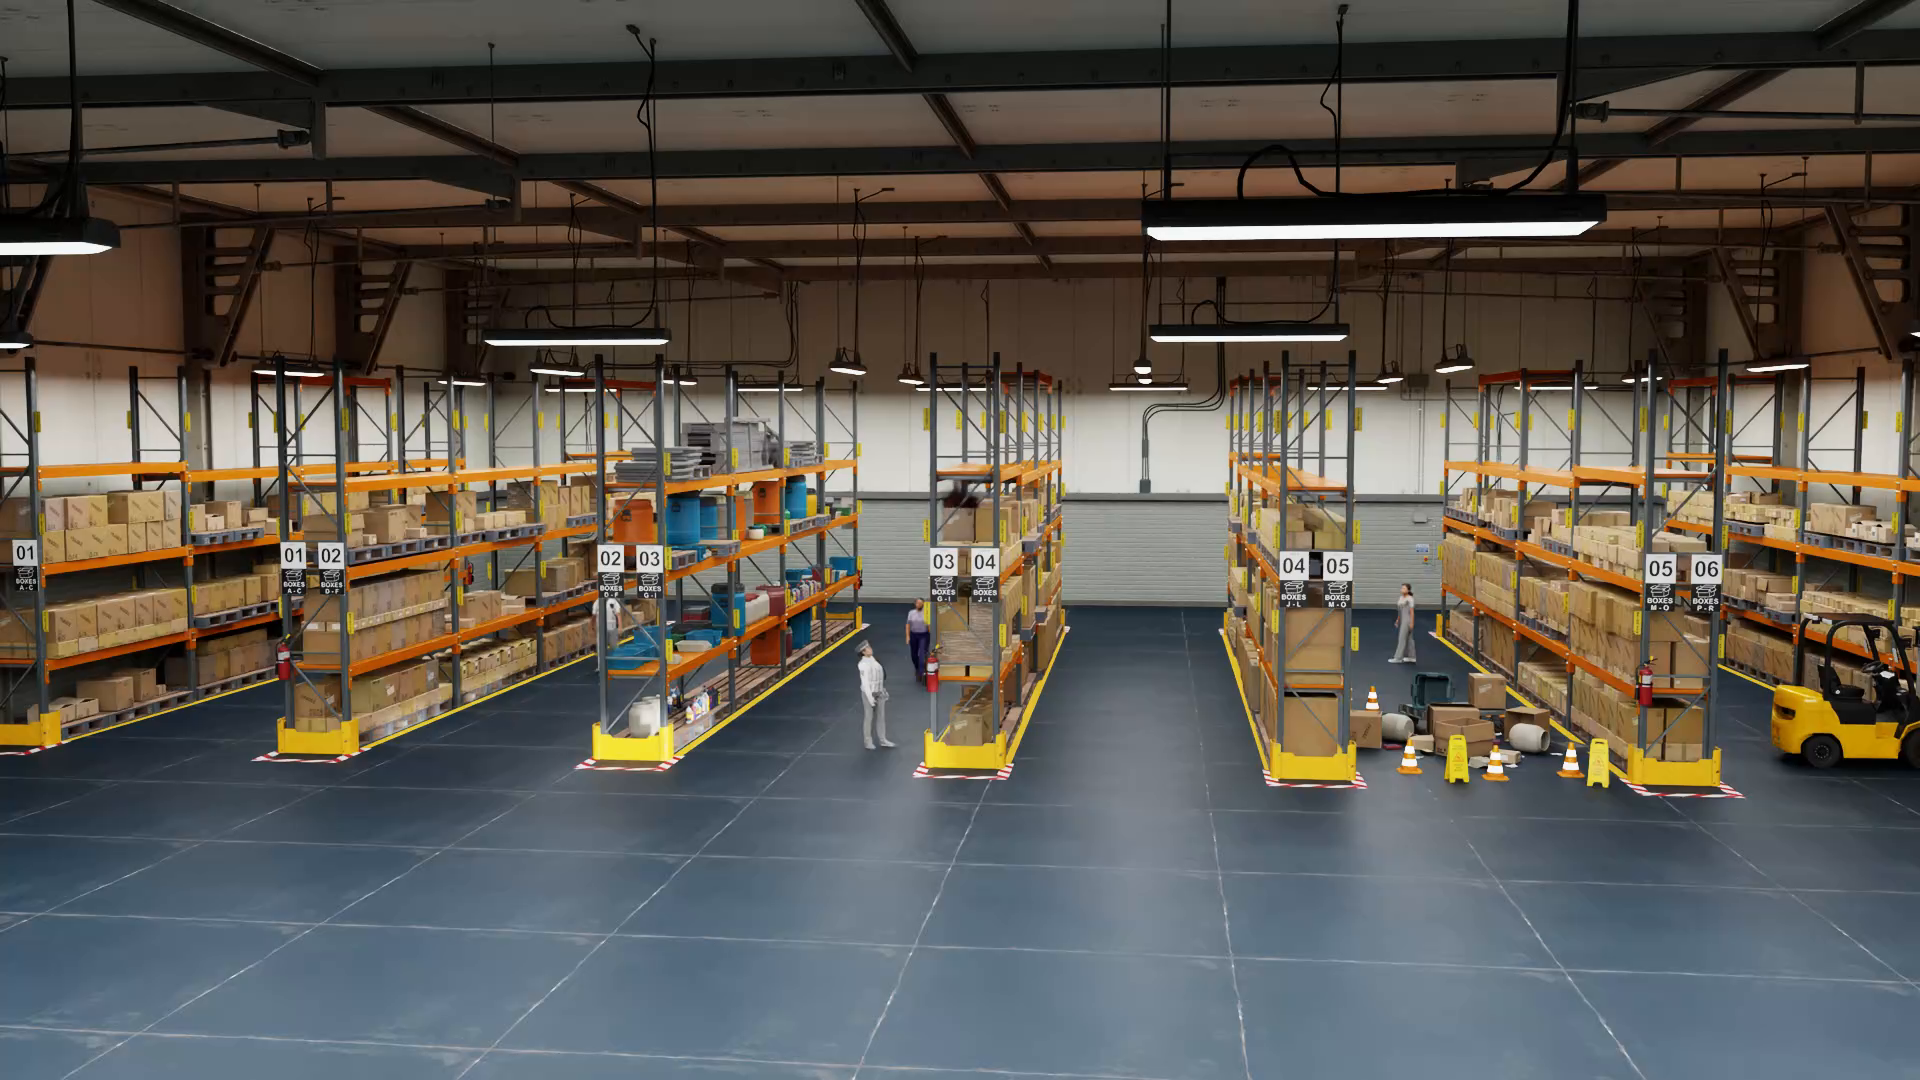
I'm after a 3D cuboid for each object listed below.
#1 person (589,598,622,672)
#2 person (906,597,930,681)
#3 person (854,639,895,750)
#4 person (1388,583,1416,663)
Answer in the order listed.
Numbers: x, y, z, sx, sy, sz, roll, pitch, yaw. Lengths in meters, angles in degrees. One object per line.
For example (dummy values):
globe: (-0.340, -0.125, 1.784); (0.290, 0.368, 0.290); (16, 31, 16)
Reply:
person: (-7.137, 1.773, 33.469); (0.697, 1.727, 1.082); (0, 4, -2)
person: (-0.796, 1.920, 32.386); (0.501, 1.590, 0.929); (1, 4, 11)
person: (-1.328, 2.363, 25.590); (0.536, 1.687, 0.554); (3, 5, 37)
person: (9.224, 1.726, 34.677); (0.624, 1.653, 0.492); (0, 4, 5)
